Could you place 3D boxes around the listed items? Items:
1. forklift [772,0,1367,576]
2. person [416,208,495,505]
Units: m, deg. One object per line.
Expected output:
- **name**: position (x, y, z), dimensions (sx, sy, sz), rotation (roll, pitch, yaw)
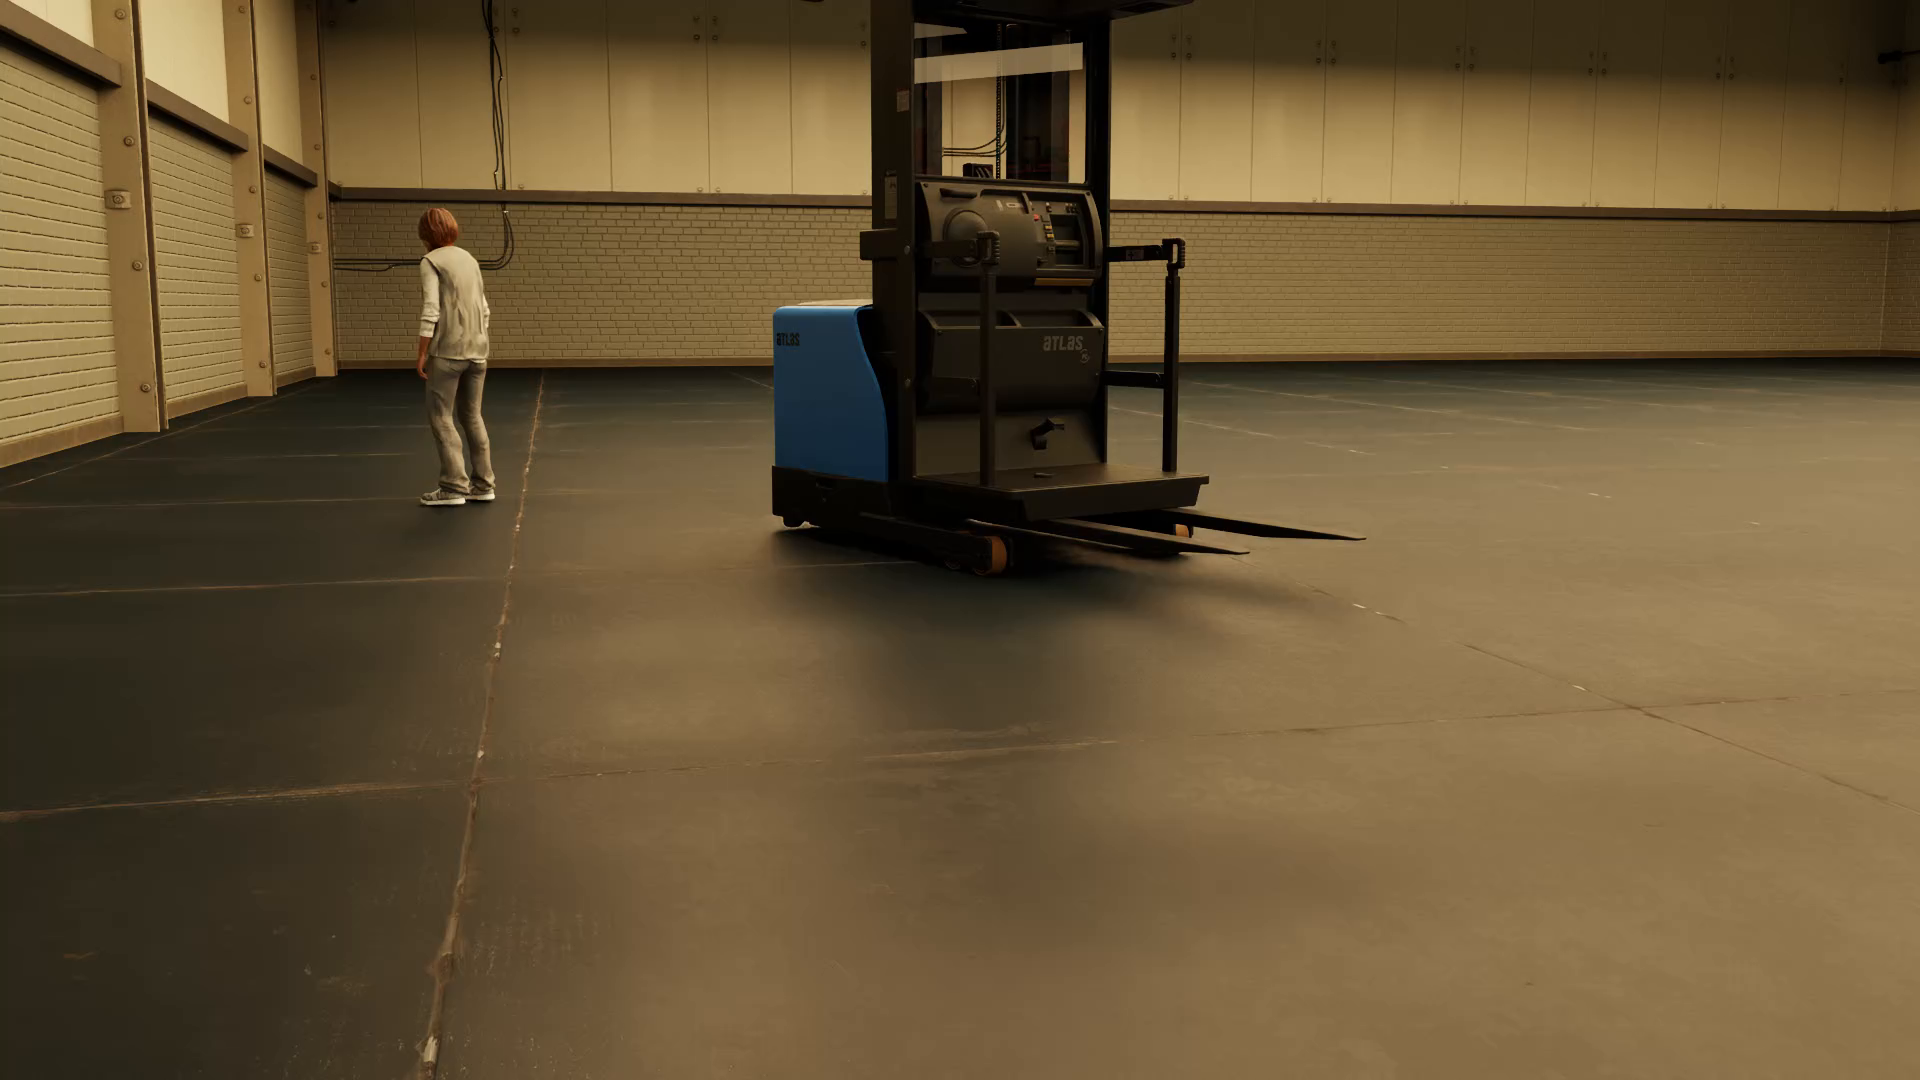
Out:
- **forklift**: position (0.355, -1.383, 7.015), dimensions (1.130, 2.935, 3.031), rotation (-6, 10, -35)
- **person**: position (-2.743, -0.987, 9.016), dimensions (0.345, 1.592, 0.464), rotation (4, 9, 29)
